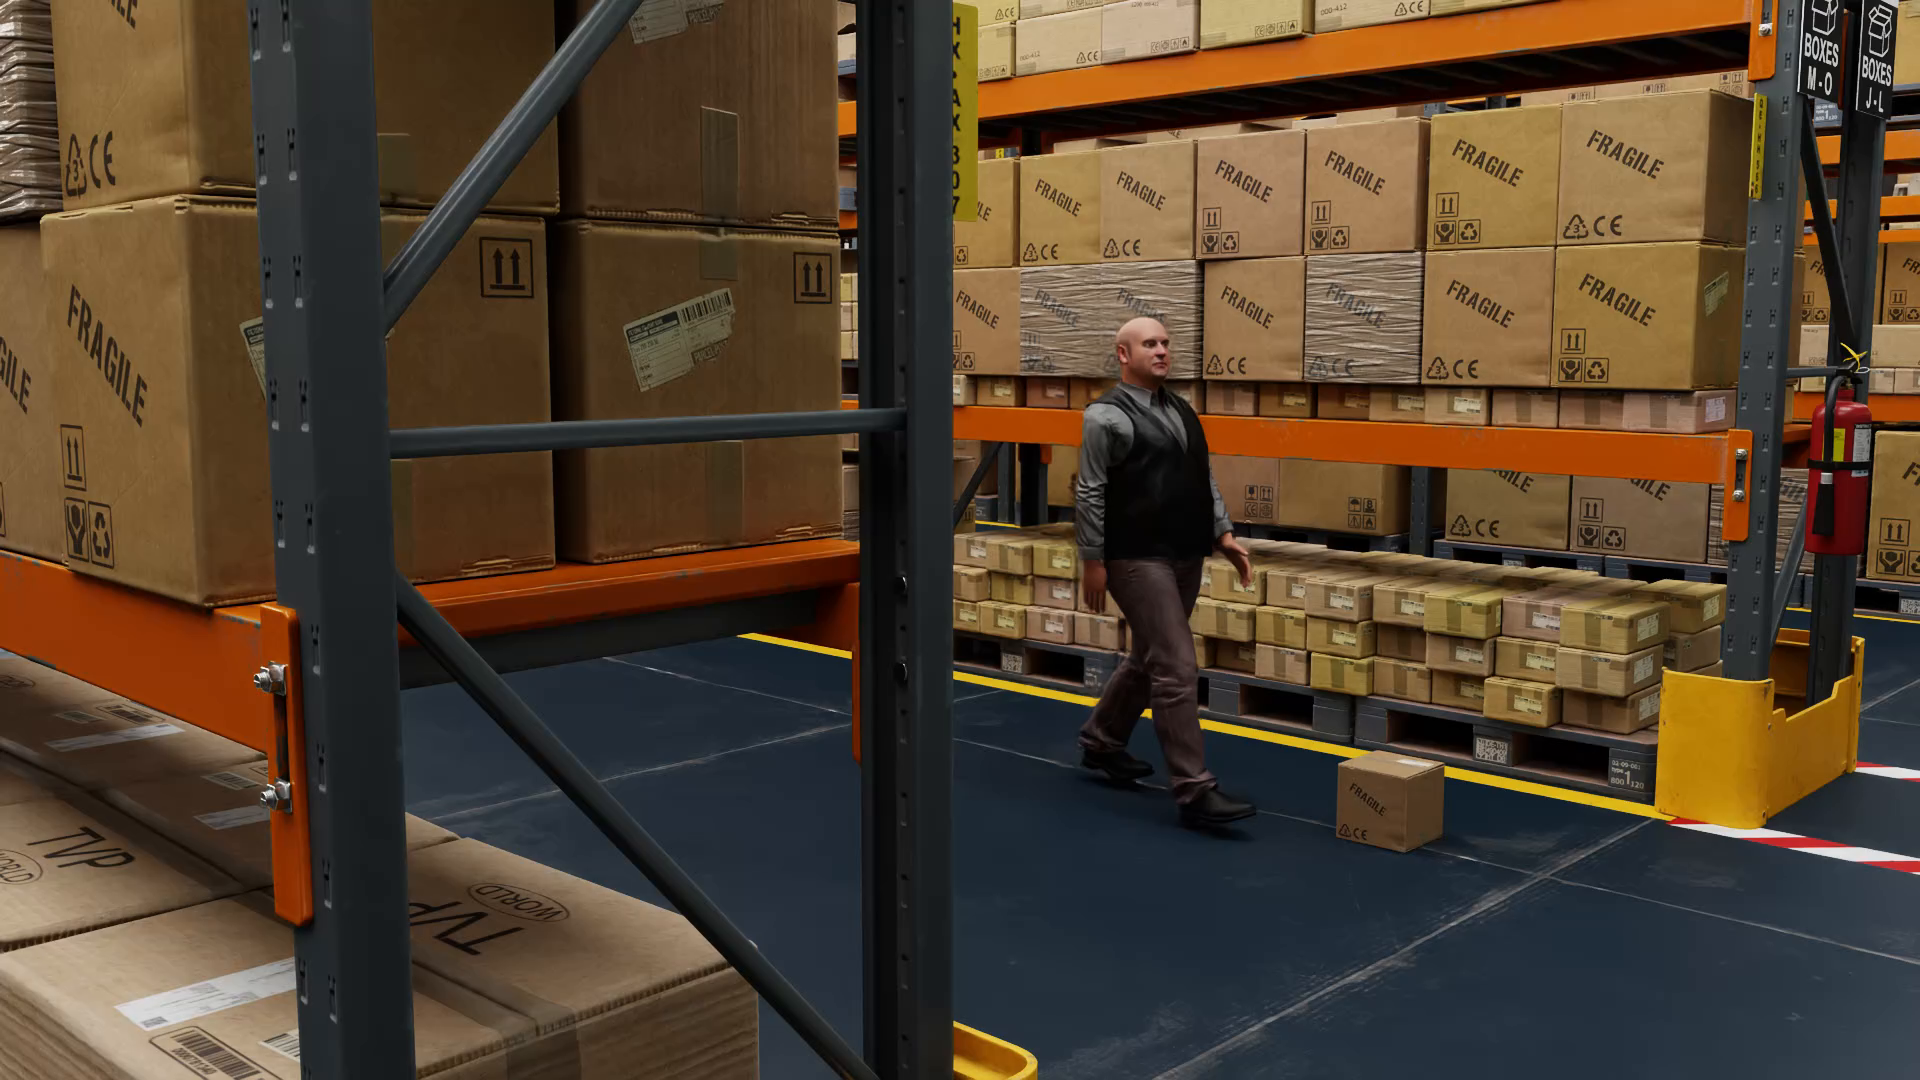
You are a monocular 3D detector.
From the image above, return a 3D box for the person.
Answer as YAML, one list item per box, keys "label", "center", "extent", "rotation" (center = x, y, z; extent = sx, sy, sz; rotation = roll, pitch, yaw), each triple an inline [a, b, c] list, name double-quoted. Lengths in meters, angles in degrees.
- label: "person"
  center: [0.736, 0.120, 5.742]
  extent: [0.921, 1.601, 0.542]
  rotation: [7, 10, 43]
